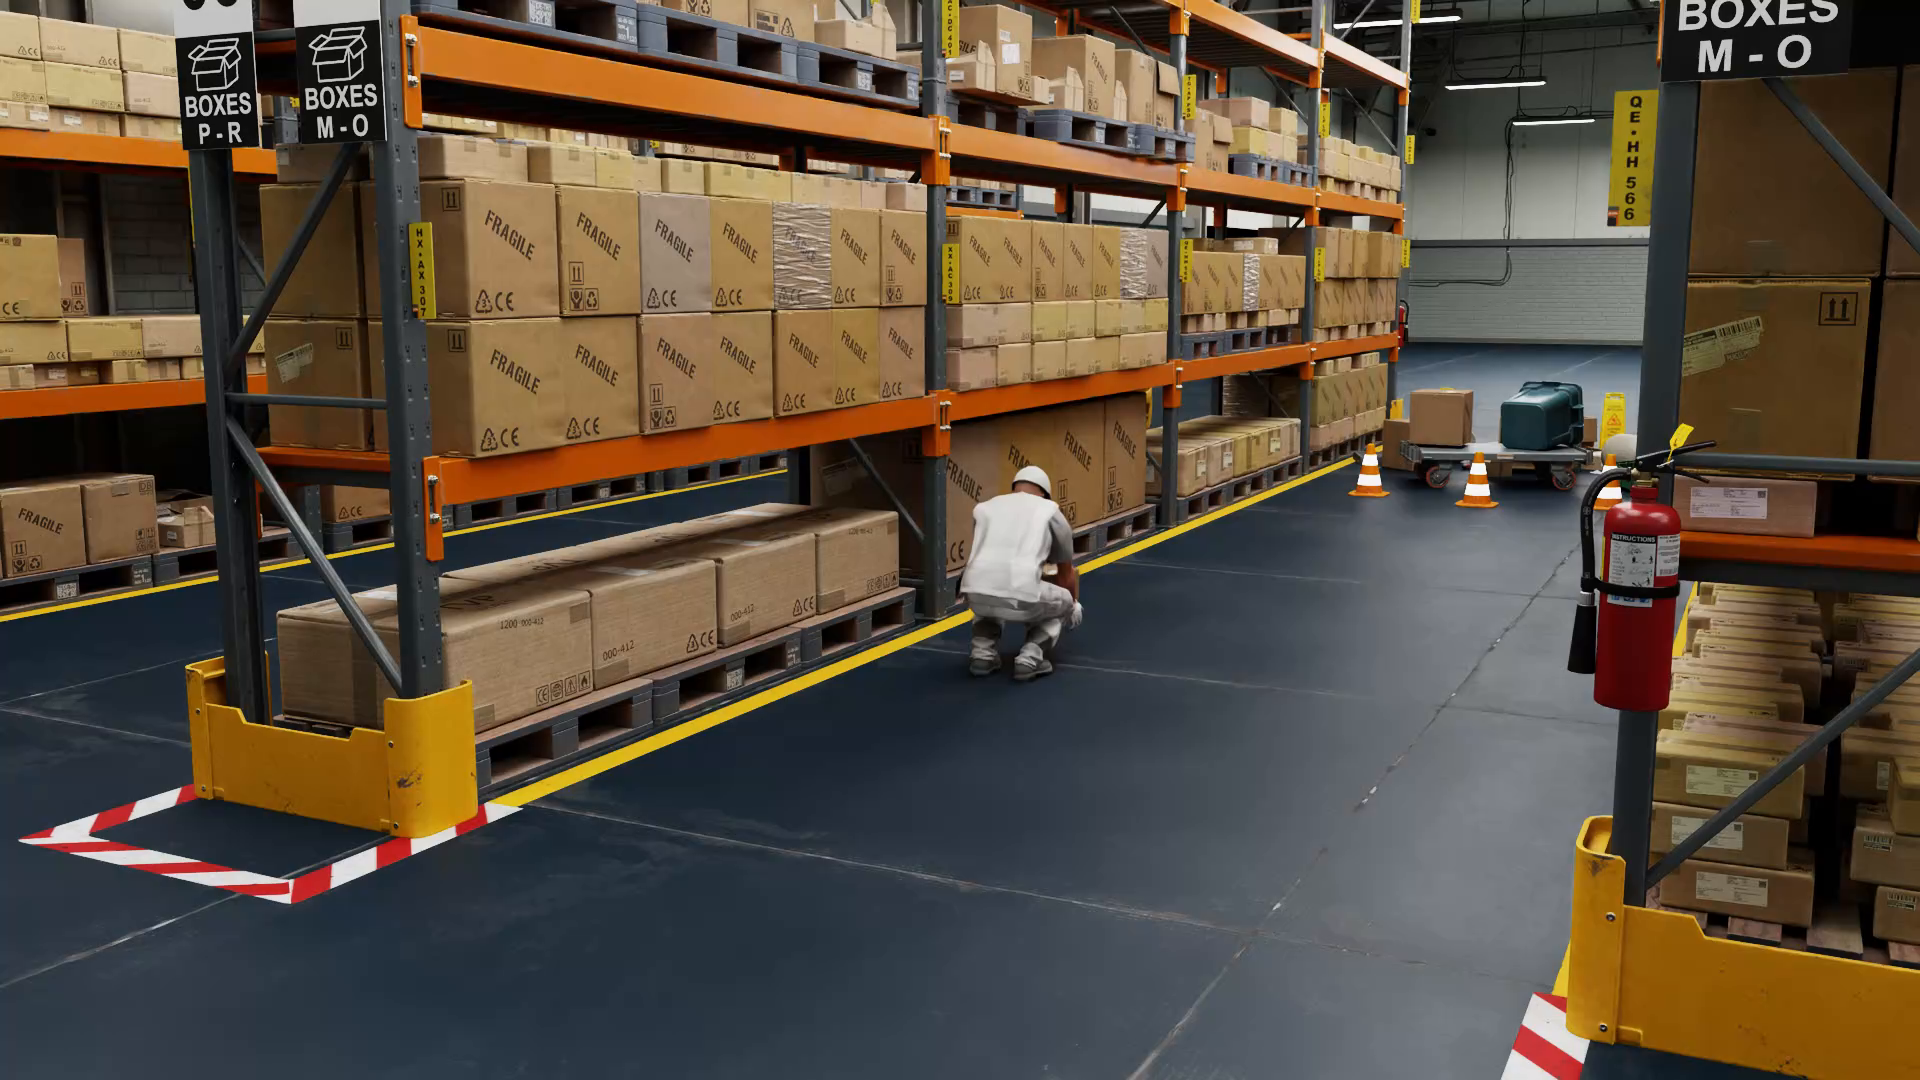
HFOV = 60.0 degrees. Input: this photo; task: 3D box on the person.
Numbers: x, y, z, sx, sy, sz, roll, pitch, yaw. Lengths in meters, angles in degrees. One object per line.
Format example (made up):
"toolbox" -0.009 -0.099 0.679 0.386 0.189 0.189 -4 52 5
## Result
"person" 0.297 0.156 8.358 0.547 1.002 0.877 4 10 25
